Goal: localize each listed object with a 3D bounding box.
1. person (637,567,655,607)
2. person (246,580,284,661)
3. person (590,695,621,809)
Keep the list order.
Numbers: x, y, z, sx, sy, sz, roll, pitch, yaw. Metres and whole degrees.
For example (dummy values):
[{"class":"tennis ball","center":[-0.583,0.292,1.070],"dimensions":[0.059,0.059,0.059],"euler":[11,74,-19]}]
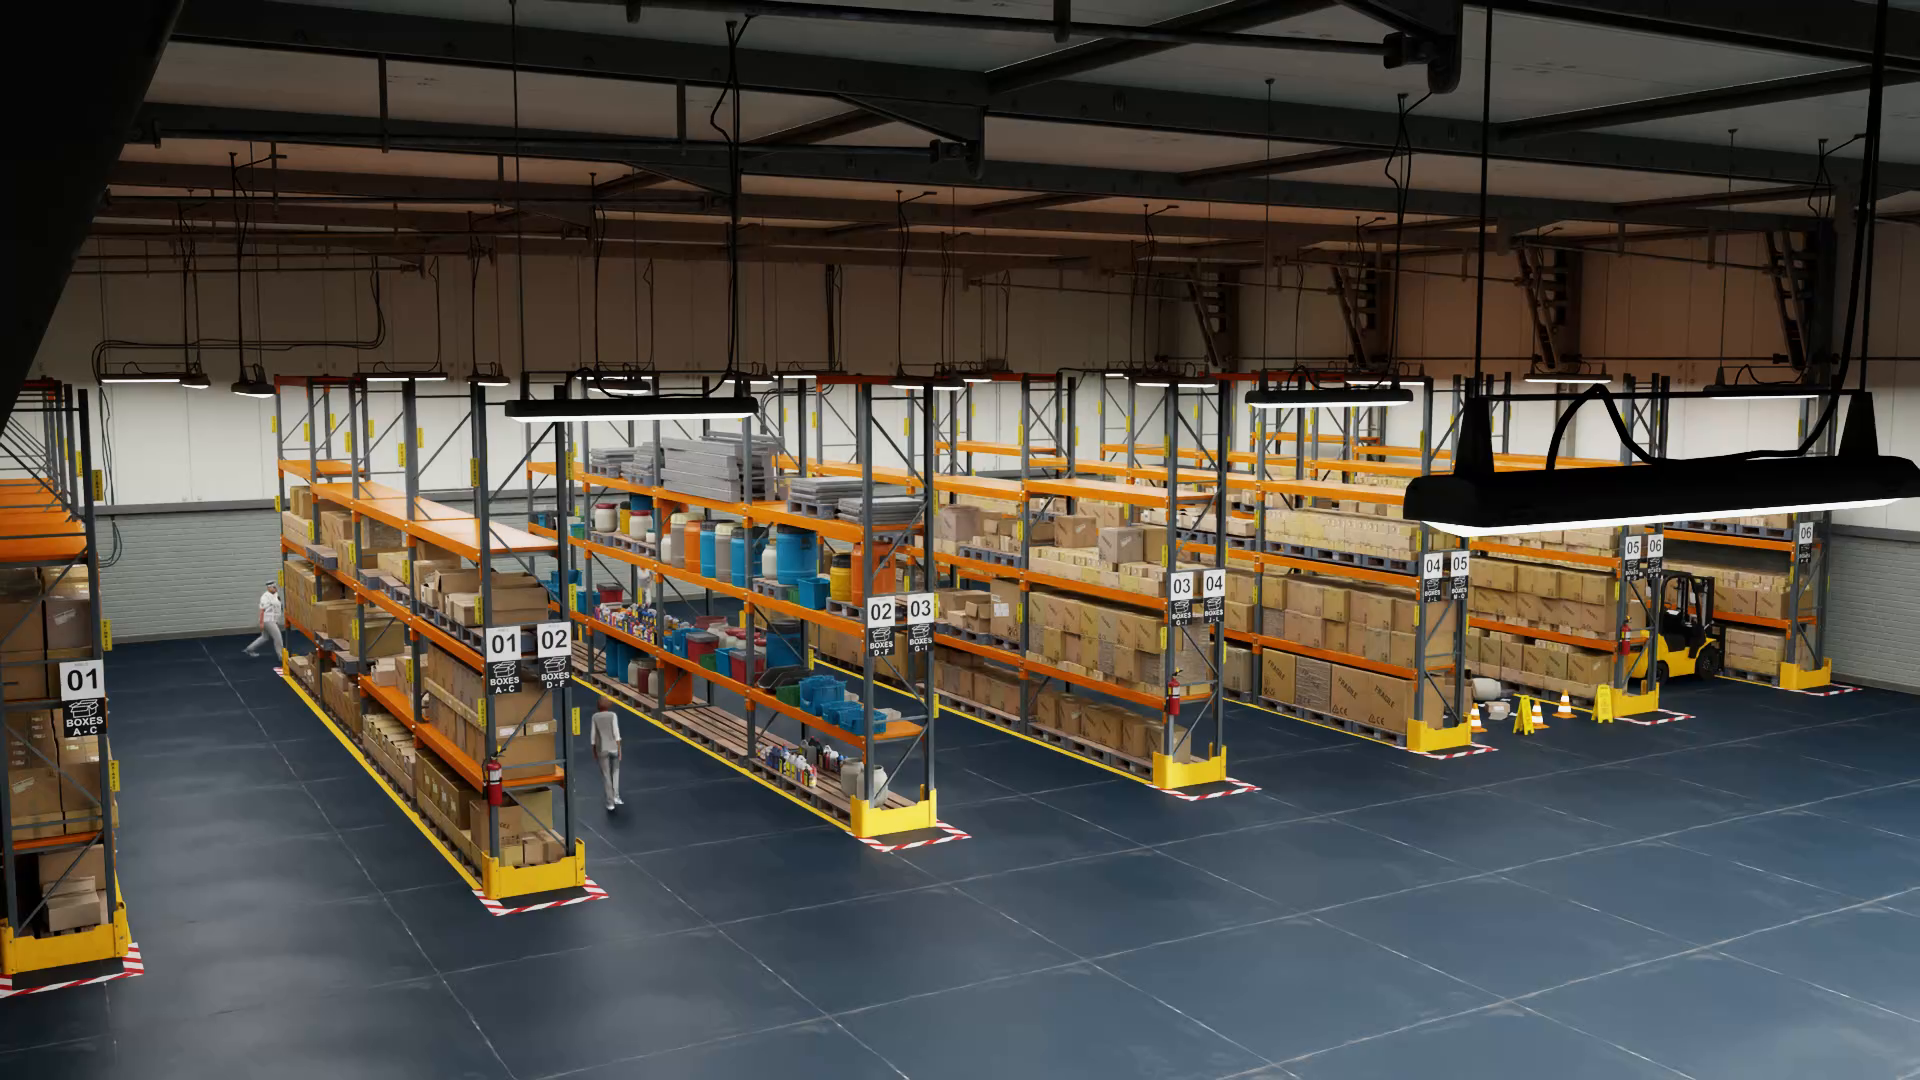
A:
[{"class":"person","center":[-7.578,1.186,39.841],"dimensions":[0.573,1.581,0.755],"euler":[-2,7,-21]},{"class":"person","center":[-14.452,1.669,34.780],"dimensions":[1.046,1.711,0.532],"euler":[0,6,-3]},{"class":"person","center":[-4.975,3.003,23.395],"dimensions":[0.414,1.627,0.565],"euler":[-2,7,-19]}]
